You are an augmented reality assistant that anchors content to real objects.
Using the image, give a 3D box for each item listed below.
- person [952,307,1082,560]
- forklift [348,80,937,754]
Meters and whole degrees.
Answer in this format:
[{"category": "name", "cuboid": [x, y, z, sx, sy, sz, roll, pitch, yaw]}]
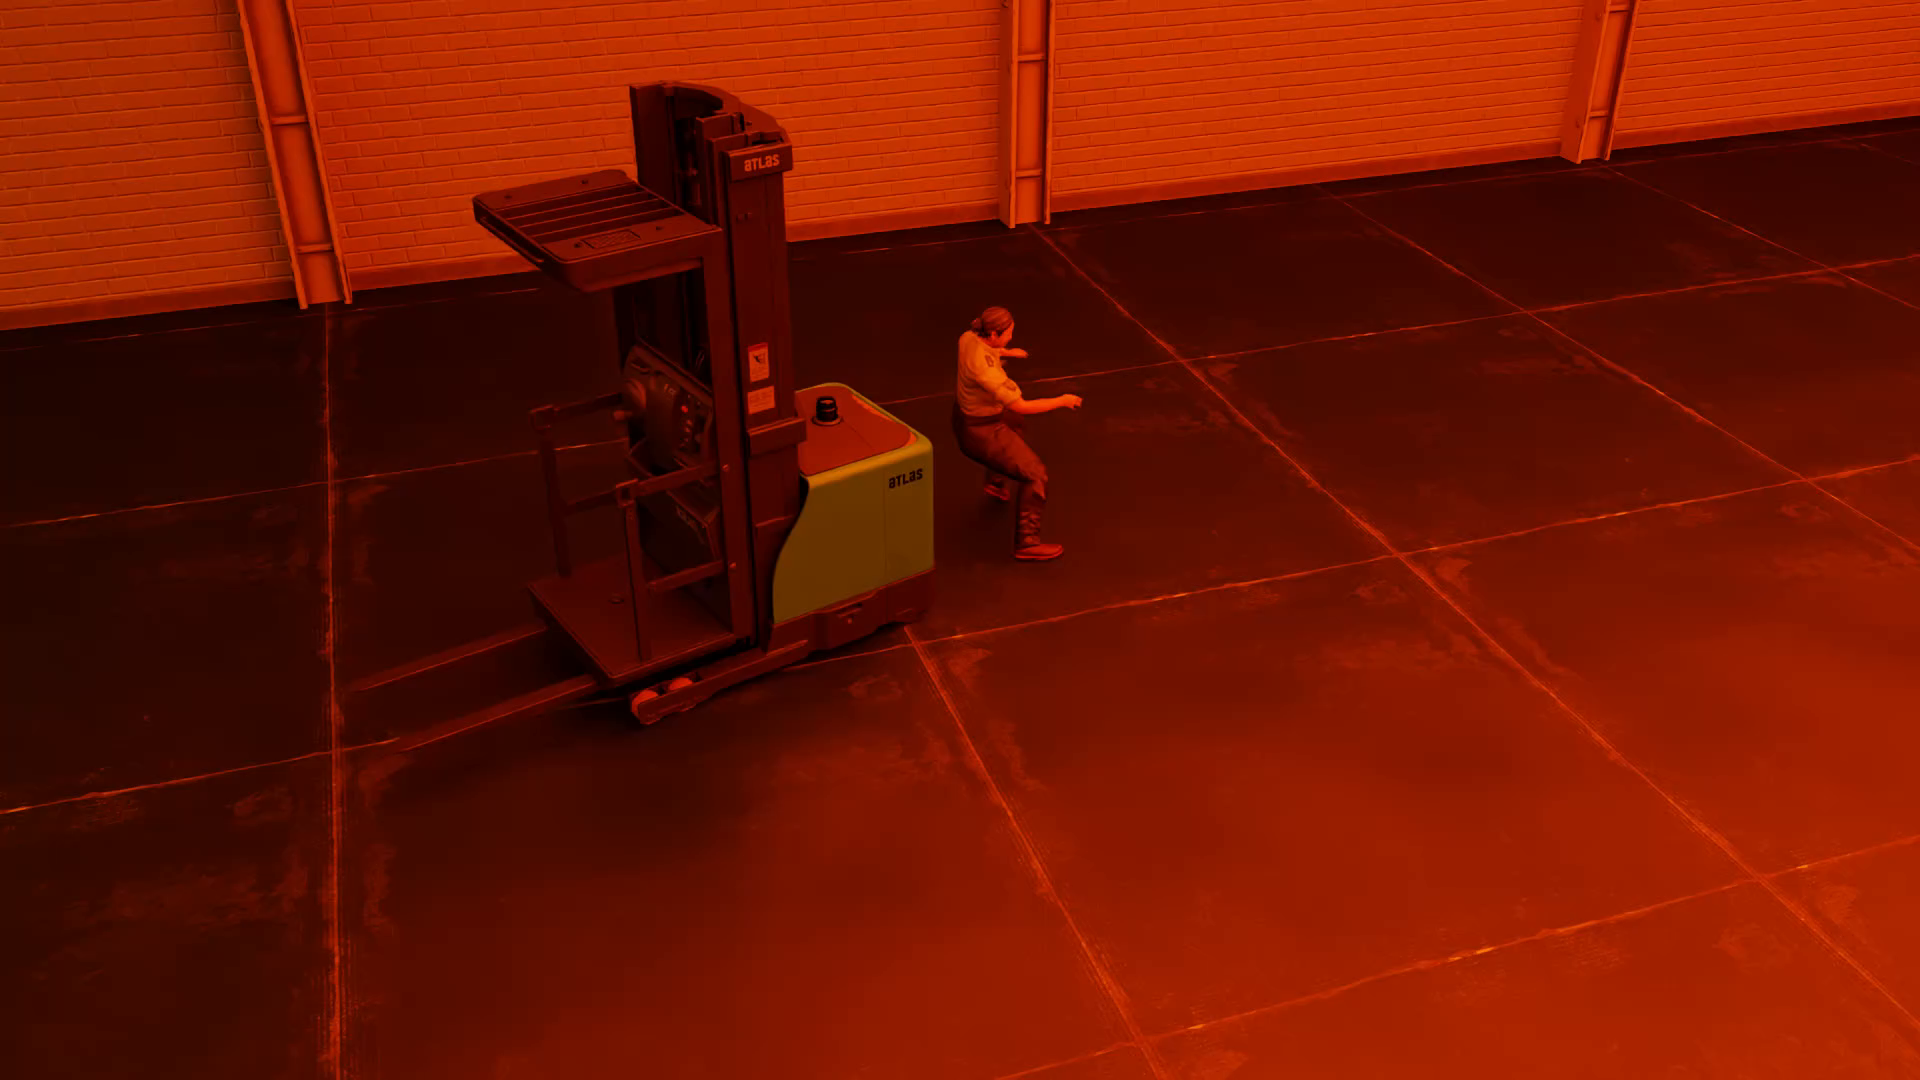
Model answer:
[{"category": "person", "cuboid": [0.319, -0.722, 9.821, 0.706, 1.455, 0.924, -6, 31, -11]}, {"category": "forklift", "cuboid": [-1.629, -0.640, 8.199, 3.031, 2.935, 1.130, -19, 35, -30]}]
